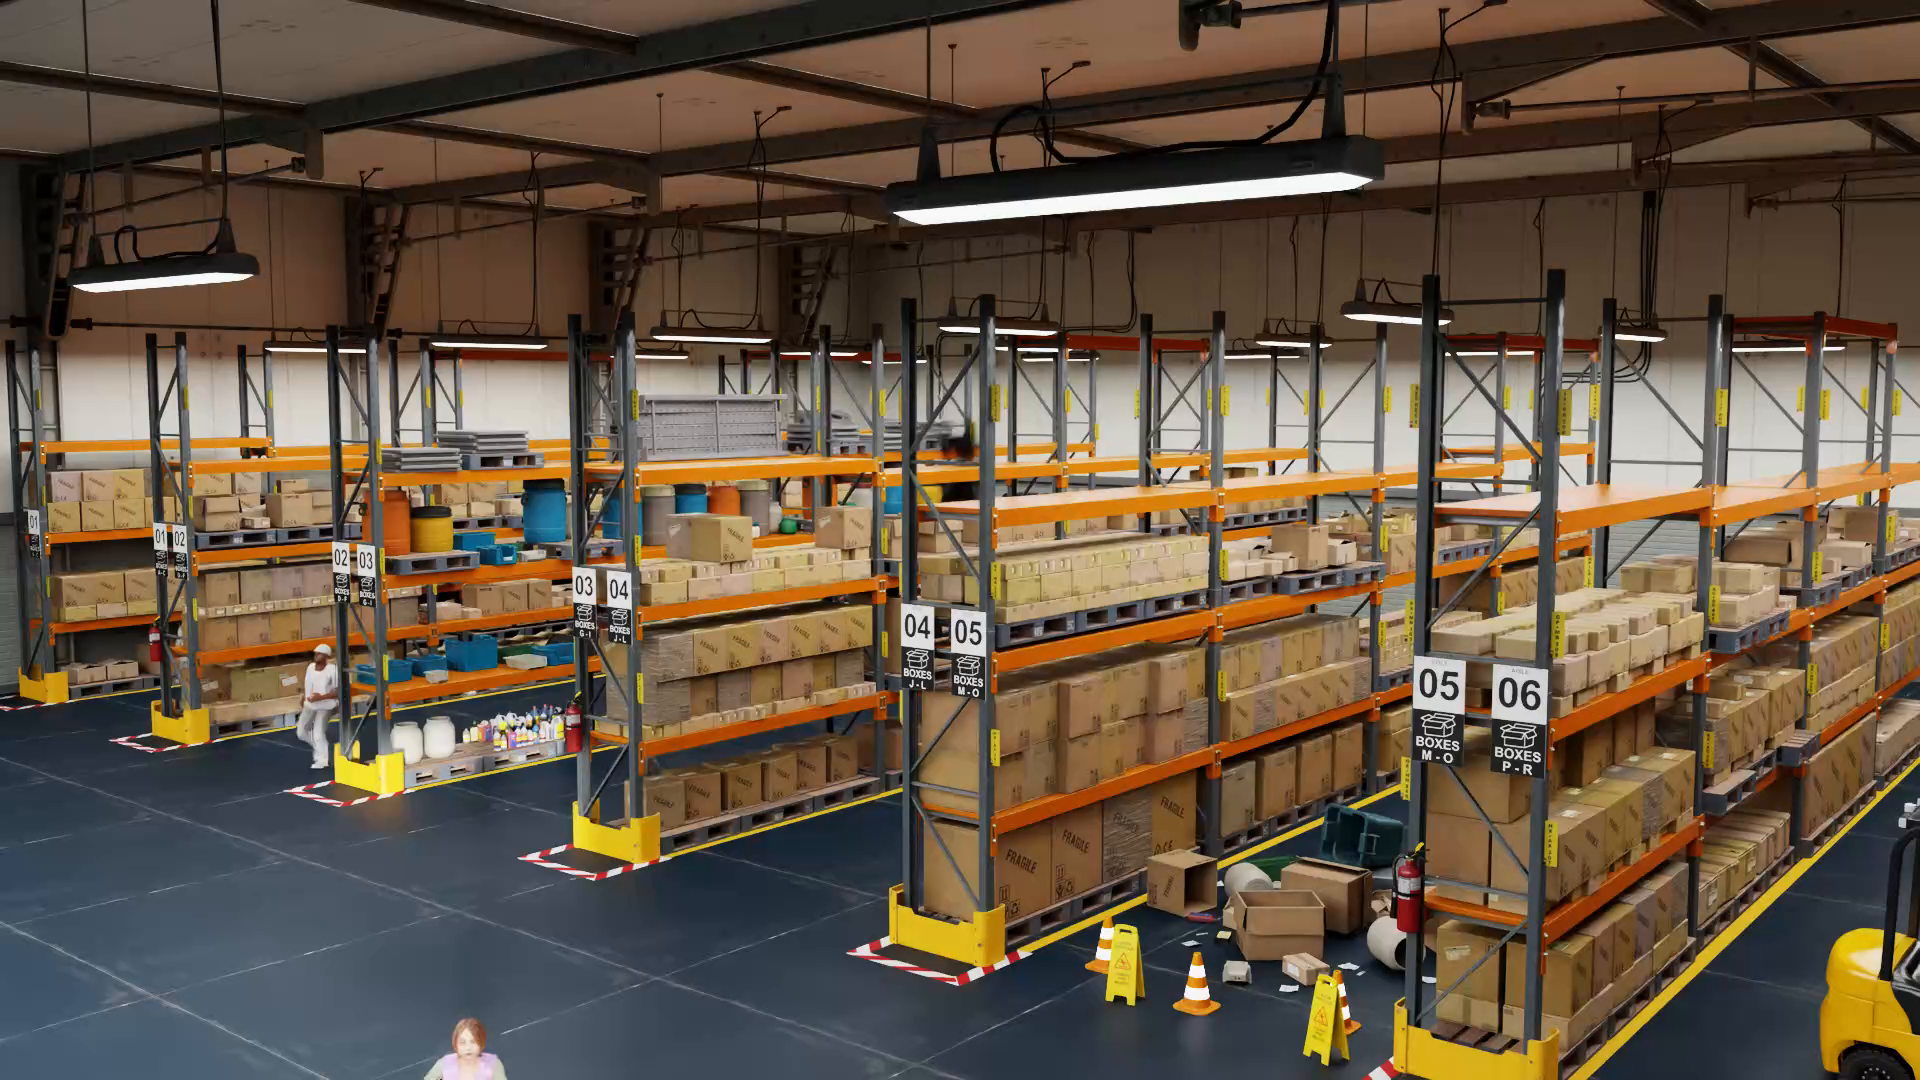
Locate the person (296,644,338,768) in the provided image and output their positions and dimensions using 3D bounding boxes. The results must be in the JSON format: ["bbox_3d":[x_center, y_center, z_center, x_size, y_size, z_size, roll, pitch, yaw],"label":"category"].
[{"bbox_3d":[-8.734,2.267,22.671,0.699,1.708,0.558,1,5,14],"label":"person"}]

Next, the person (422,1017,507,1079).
[{"bbox_3d":[-2.829,3.516,9.554,0.500,1.564,0.731,-2,5,-19],"label":"person"}]

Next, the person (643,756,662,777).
[{"bbox_3d":[-3.960,2.438,20.959,0.557,1.737,0.816,3,6,33],"label":"person"}]

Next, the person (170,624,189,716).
[{"bbox_3d":[-12.264,1.885,26.581,0.665,1.754,0.945,3,6,27],"label":"person"}]
